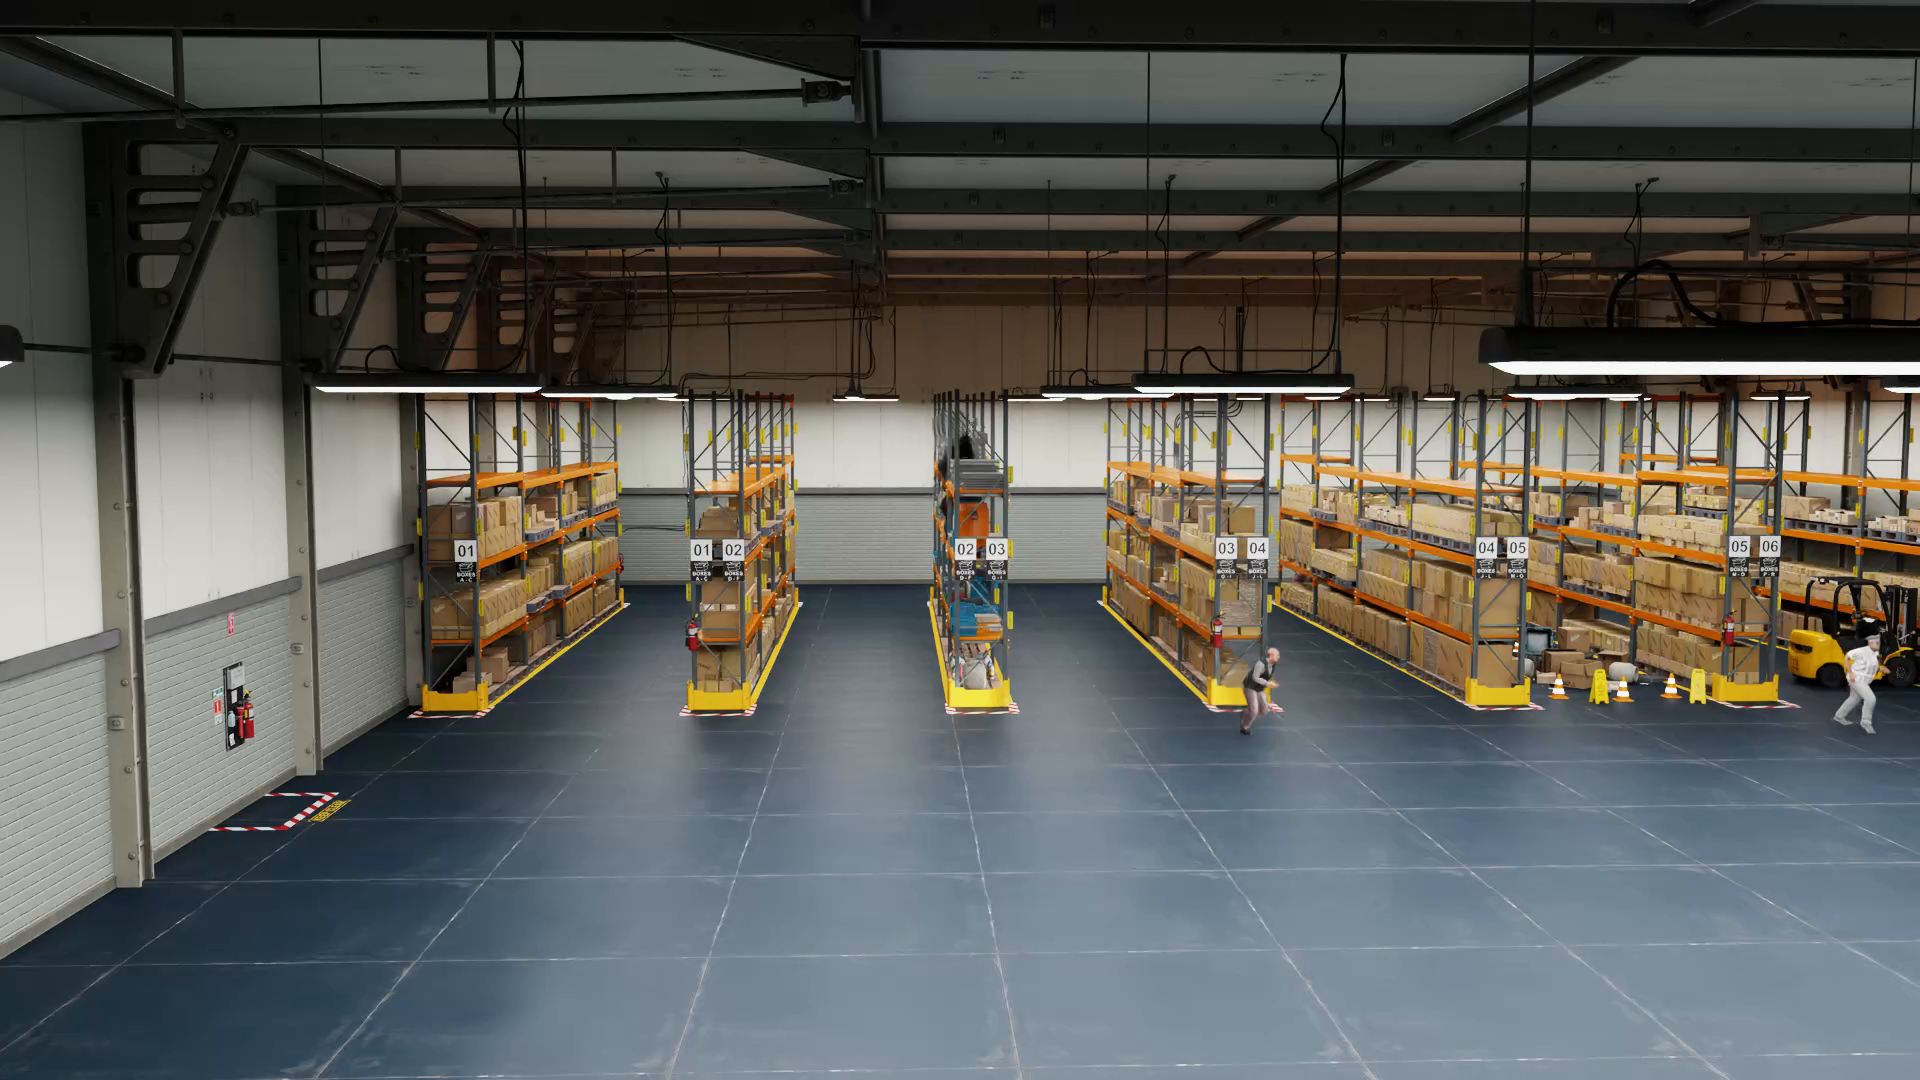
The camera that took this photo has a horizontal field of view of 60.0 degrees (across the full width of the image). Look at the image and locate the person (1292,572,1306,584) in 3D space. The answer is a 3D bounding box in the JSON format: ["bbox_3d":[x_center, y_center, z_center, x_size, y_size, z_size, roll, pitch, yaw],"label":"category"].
[{"bbox_3d":[10.027,0.929,48.960,0.513,1.613,0.635,3,5,29],"label":"person"}]

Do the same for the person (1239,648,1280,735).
[{"bbox_3d":[5.217,2.612,28.811,0.810,1.539,0.683,4,6,39],"label":"person"}]

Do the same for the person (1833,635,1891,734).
[{"bbox_3d":[15.790,2.506,29.200,0.677,1.777,0.932,-3,6,-33],"label":"person"}]
